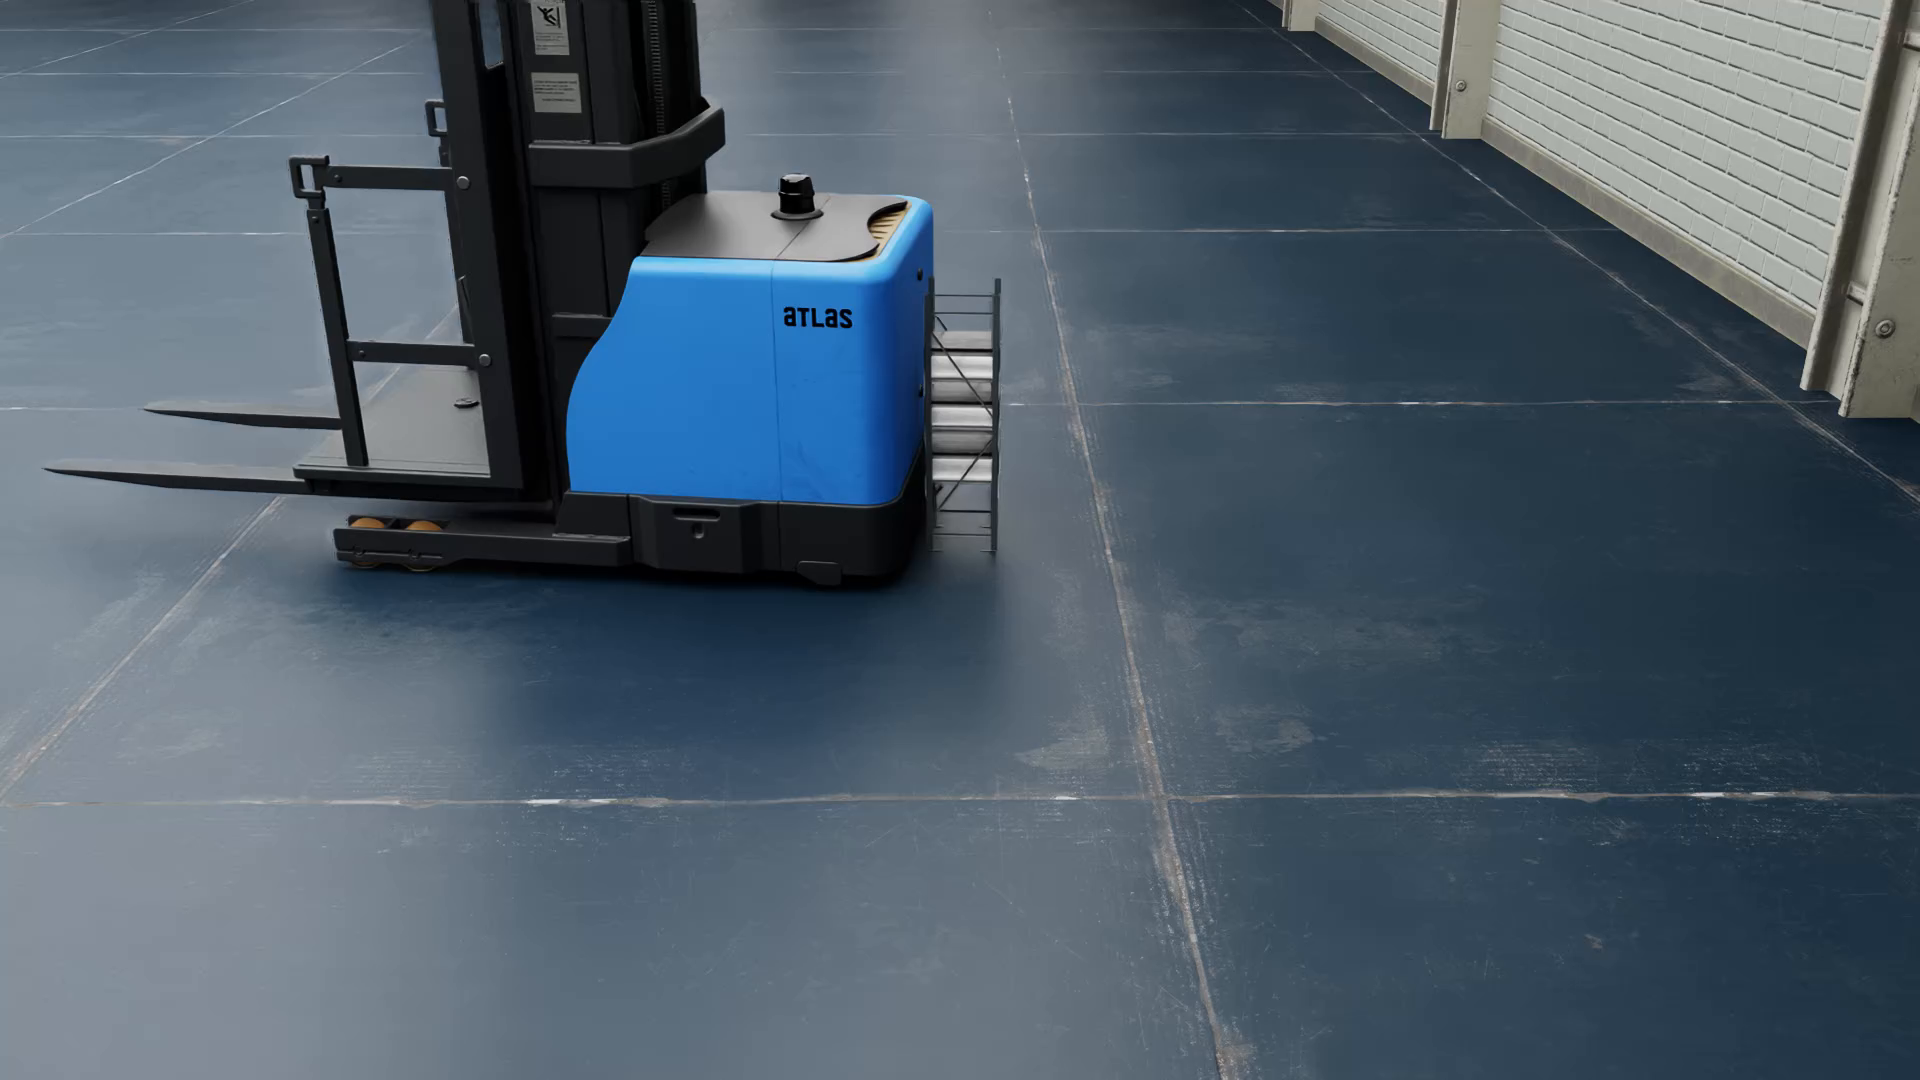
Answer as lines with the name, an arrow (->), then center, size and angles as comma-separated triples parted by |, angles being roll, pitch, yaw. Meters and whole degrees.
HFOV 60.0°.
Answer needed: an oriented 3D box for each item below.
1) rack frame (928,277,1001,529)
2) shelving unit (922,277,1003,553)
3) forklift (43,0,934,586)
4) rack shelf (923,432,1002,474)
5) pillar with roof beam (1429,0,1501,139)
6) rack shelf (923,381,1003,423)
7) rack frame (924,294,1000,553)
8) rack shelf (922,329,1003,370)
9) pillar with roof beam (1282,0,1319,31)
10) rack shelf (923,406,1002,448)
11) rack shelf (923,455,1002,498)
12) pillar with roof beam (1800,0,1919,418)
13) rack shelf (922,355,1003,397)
rack frame -> 0.015, -0.454, 5.661 | 0.240, 0.900, 0.006 | 1, 24, 2
shelving unit -> 0.011, -0.412, 5.569 | 0.258, 0.900, 0.210 | 1, 24, 2
forklift -> -1.636, -1.441, 5.379 | 3.031, 2.935, 1.130 | 3, 25, 6
rack shelf -> 0.011, -0.300, 5.620 | 0.258, 0.077, 0.200 | 1, 24, 2
pillar with roof beam -> -0.566, -7.141, 10.619 | 9.100, 9.000, 0.400 | 0, 24, -1
rack shelf -> 0.011, -0.464, 5.546 | 0.258, 0.077, 0.200 | 1, 24, 2
rack frame -> 0.006, -0.370, 5.476 | 0.240, 0.900, 0.006 | 1, 24, 2
rack shelf -> 0.011, -0.628, 5.472 | 0.258, 0.077, 0.200 | 1, 24, 2
pillar with roof beam -> -0.632, -9.614, 16.086 | 9.100, 9.000, 0.400 | 0, 24, -1
rack shelf -> 0.011, -0.382, 5.583 | 0.258, 0.077, 0.200 | 1, 24, 2
rack shelf -> 0.011, -0.218, 5.657 | 0.258, 0.077, 0.200 | 1, 24, 2
pillar with roof beam -> -0.501, -4.669, 5.153 | 9.100, 9.000, 0.400 | 0, 24, -1
rack shelf -> 0.011, -0.546, 5.509 | 0.258, 0.077, 0.200 | 1, 24, 2
